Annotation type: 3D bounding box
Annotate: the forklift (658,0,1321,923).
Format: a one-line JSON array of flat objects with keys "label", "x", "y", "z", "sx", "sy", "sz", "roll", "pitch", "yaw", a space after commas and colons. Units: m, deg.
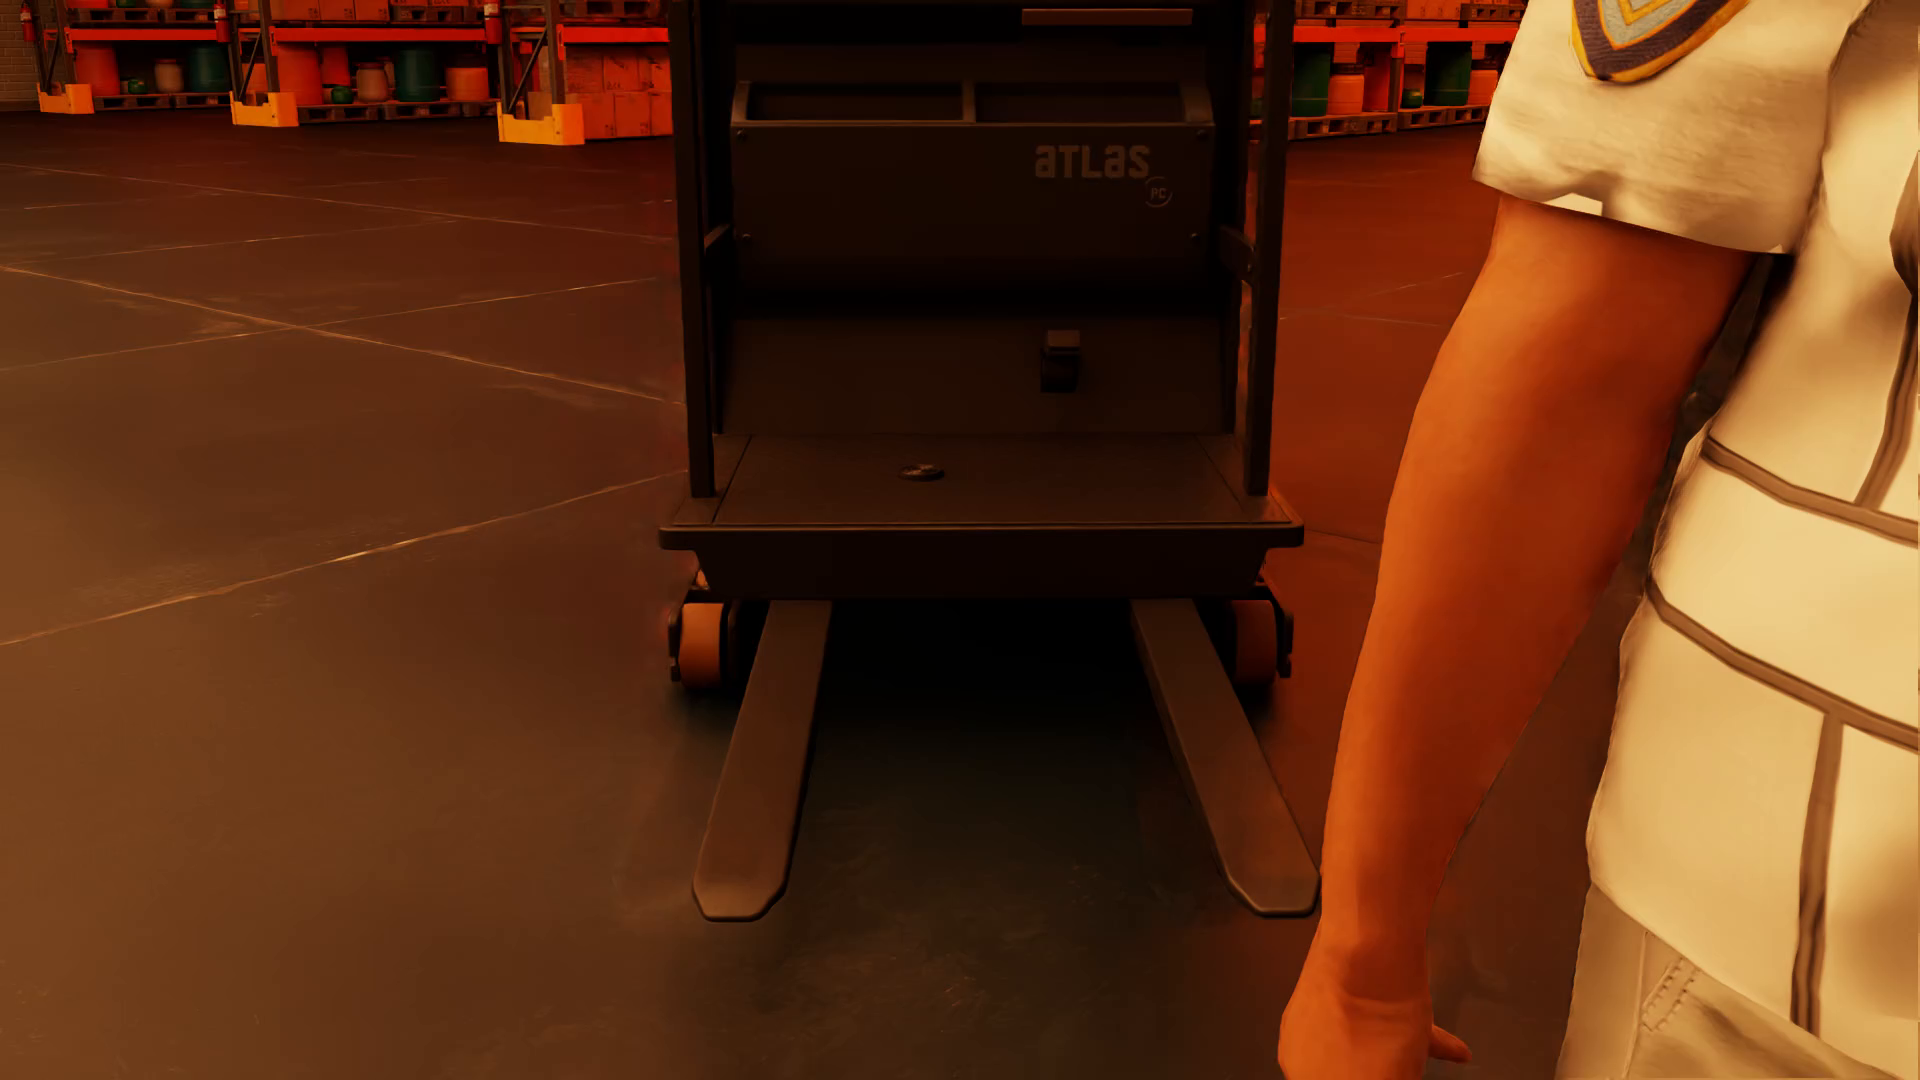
[{"label": "forklift", "x": 0.030, "y": -1.218, "z": 2.909, "sx": 1.130, "sy": 2.935, "sz": 3.031, "roll": 0, "pitch": 17, "yaw": -1}]
